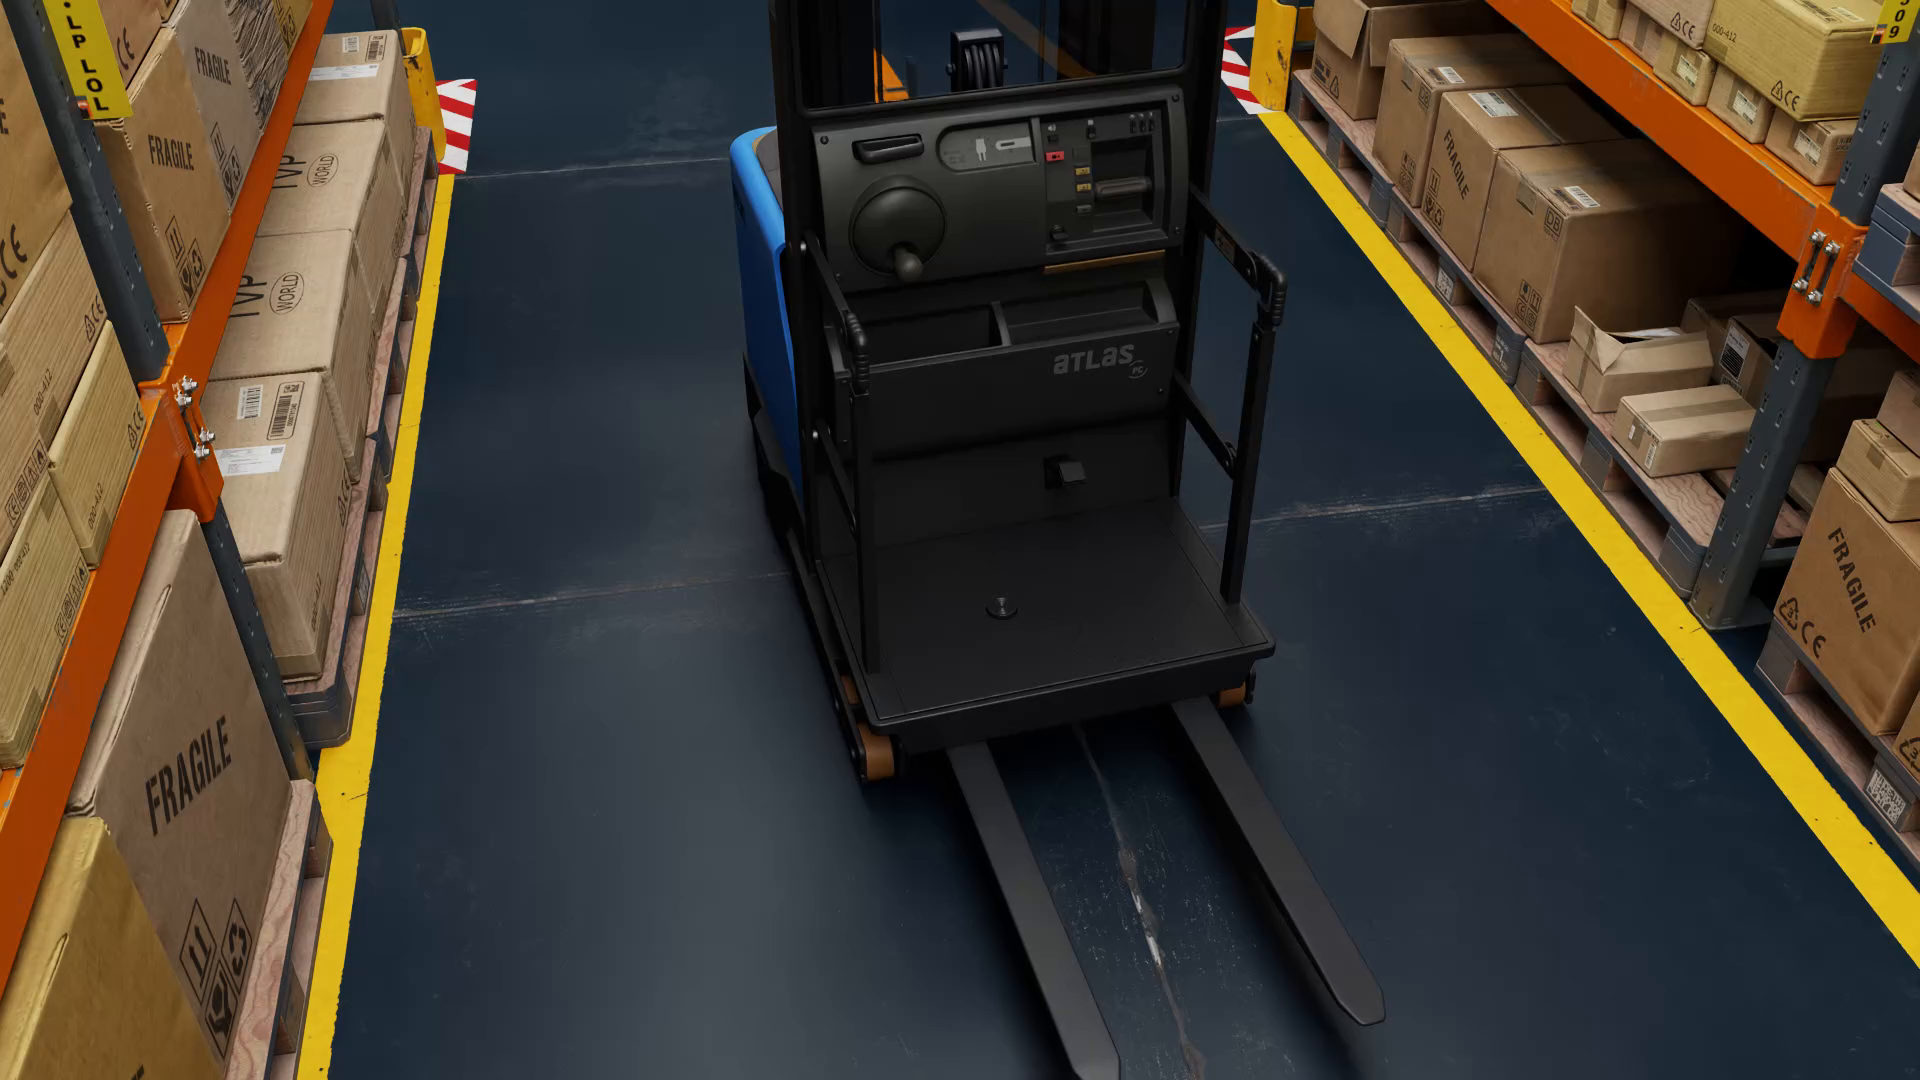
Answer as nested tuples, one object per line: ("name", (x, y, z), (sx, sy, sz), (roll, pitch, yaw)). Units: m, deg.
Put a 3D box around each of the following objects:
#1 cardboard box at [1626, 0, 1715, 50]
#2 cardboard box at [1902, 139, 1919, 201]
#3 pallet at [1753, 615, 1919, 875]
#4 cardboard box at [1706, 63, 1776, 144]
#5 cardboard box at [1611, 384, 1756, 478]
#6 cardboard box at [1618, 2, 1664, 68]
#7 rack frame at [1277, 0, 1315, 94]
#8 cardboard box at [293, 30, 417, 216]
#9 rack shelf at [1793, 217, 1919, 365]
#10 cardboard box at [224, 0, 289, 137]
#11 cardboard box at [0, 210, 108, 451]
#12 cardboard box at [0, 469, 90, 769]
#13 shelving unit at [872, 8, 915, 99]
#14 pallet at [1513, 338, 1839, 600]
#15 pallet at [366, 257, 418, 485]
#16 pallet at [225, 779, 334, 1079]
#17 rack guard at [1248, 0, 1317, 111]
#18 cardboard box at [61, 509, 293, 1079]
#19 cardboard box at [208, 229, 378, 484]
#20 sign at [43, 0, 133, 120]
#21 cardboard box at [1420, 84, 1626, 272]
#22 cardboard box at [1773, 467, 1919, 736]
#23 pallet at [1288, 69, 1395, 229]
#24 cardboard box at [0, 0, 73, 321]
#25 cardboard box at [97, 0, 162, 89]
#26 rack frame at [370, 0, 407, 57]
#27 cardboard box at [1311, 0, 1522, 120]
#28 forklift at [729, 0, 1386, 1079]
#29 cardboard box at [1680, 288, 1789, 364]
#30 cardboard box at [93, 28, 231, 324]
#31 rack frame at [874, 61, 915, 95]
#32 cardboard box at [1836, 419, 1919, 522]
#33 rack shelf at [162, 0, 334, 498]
("cardboard box", (2.252, -1.641, 4.797), (0.500, 0.250, 0.500), (-6, 38, -8))
("cardboard box", (2.548, -0.890, 3.526), (0.700, 0.500, 0.500), (-5, 38, -7))
("pallet", (2.863, 0.588, 4.321), (1.003, 0.211, 1.213), (-6, 38, -8))
("cardboard box", (2.312, -1.222, 4.582), (0.380, 0.149, 0.250), (-5, 38, -7))
("cardboard box", (2.297, -0.346, 5.231), (0.380, 0.149, 0.250), (-7, 38, -9))
("cardboard box", (2.223, -1.538, 4.989), (0.380, 0.149, 0.250), (-5, 38, -7))
("rack frame", (1.982, -3.417, 7.203), (1.000, 3.000, 0.127), (-6, 38, -8))
("cardboard box", (-2.690, -1.647, 6.671), (0.875, 0.438, 0.875), (-7, 38, -9))
("rack shelf", (3.034, 0.491, 2.759), (1.077, 0.370, 4.000), (-6, 38, -8))
("cardboard box", (-2.192, -1.421, 4.553), (0.500, 0.500, 0.500), (-6, 38, -8))
("cardboard box", (-1.886, -0.363, 2.986), (0.500, 0.250, 0.500), (-6, 38, -8))
("cardboard box", (-1.788, 0.146, 2.739), (0.500, 0.250, 0.500), (-7, 38, -9))
("shelving unit", (-0.326, -1.154, 5.757), (0.258, 1.200, 0.503), (-10, 39, -13))
("pallet", (2.564, -0.314, 5.483), (1.003, 0.211, 1.213), (-6, 38, -8))
("pallet", (-2.476, -0.569, 5.811), (1.003, 0.211, 1.213), (-6, 38, -8))
("pallet", (-1.993, 1.095, 3.669), (1.003, 0.211, 1.213), (-6, 38, -8))
("rack guard", (1.996, -2.384, 7.911), (1.175, 0.500, 0.348), (-6, 38, -8))
("cardboard box", (-2.015, 0.575, 3.455), (0.875, 0.875, 0.875), (-5, 38, -7))
("cardboard box", (-2.365, -0.550, 5.259), (0.875, 0.438, 0.875), (-7, 38, -9))
("sign", (-1.670, -0.955, 3.155), (0.100, 0.325, 0.005), (-6, 38, -8))
("cardboard box", (2.102, -1.365, 6.257), (0.500, 0.500, 0.500), (-6, 38, -7))
("cardboard box", (2.547, 0.137, 4.324), (0.500, 0.500, 0.500), (-5, 38, -6))
("pallet", (2.136, -1.788, 7.380), (1.003, 0.211, 1.213), (-6, 38, -8))
("cardboard box", (-1.877, -0.656, 2.753), (0.500, 0.500, 0.500), (-5, 38, -6))
("cardboard box", (-2.048, -1.213, 3.469), (0.500, 0.500, 0.500), (-6, 38, -8))
("rack frame", (-2.904, -2.881, 6.513), (1.000, 3.000, 0.127), (-6, 38, -8))
("cardboard box", (1.996, -2.217, 7.351), (0.797, 0.503, 0.637), (-8, 38, -10))
("forklift", (0.174, -0.789, 3.877), (1.130, 2.935, 3.031), (-10, 39, -13))
("cardboard box", (2.724, -0.727, 5.722), (0.380, 0.149, 0.250), (-7, 38, -9))
("cardboard box", (-2.027, -0.816, 3.773), (0.500, 0.500, 0.500), (-5, 38, -6))
("rack frame", (-0.259, -1.010, 5.572), (0.240, 1.200, 0.015), (-10, 39, -13))
("cardboard box", (2.485, -0.190, 4.216), (0.380, 0.149, 0.250), (-5, 38, -6))
("rack shelf", (-2.553, -1.388, 5.179), (1.077, 0.370, 4.000), (-6, 38, -8))
